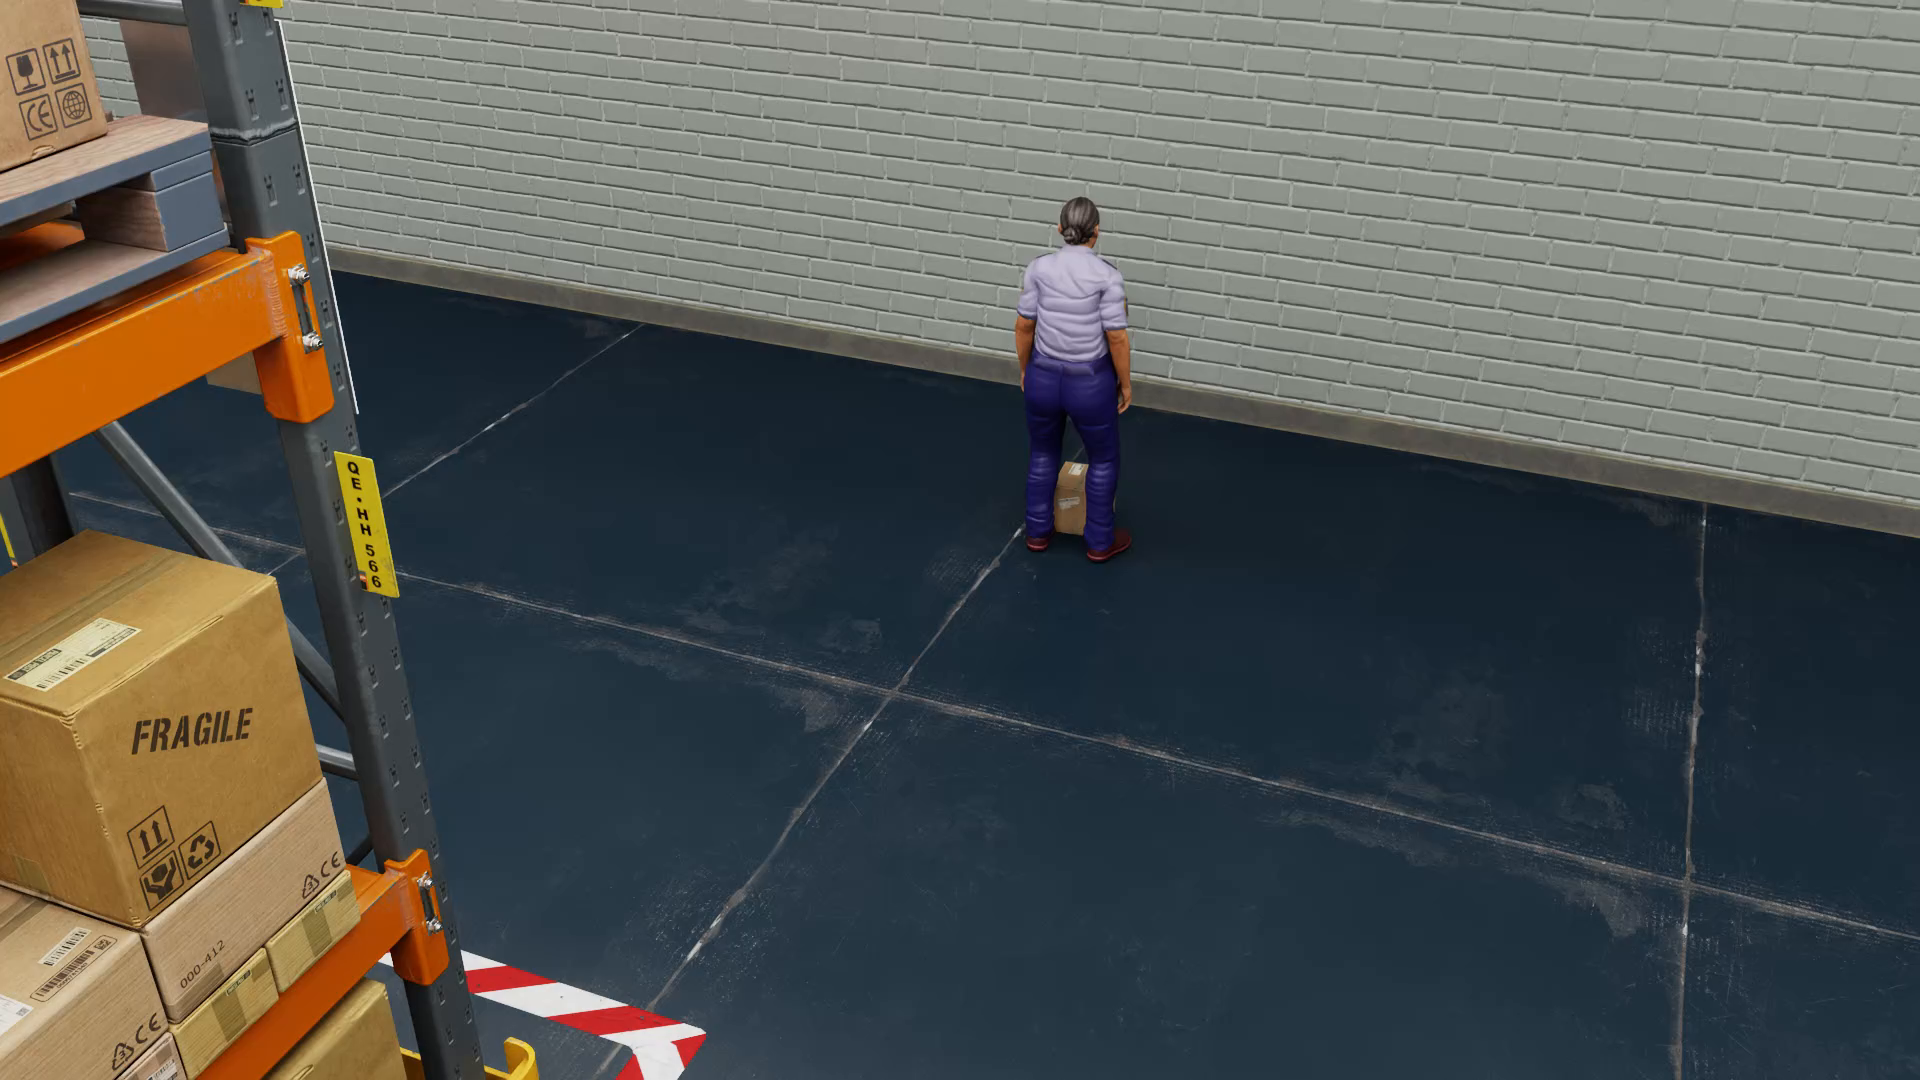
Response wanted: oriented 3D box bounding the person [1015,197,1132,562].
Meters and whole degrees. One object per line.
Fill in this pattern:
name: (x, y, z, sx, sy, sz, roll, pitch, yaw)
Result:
person: (0.503, -0.688, 7.337, 0.538, 1.652, 0.371, 12, 32, 19)
